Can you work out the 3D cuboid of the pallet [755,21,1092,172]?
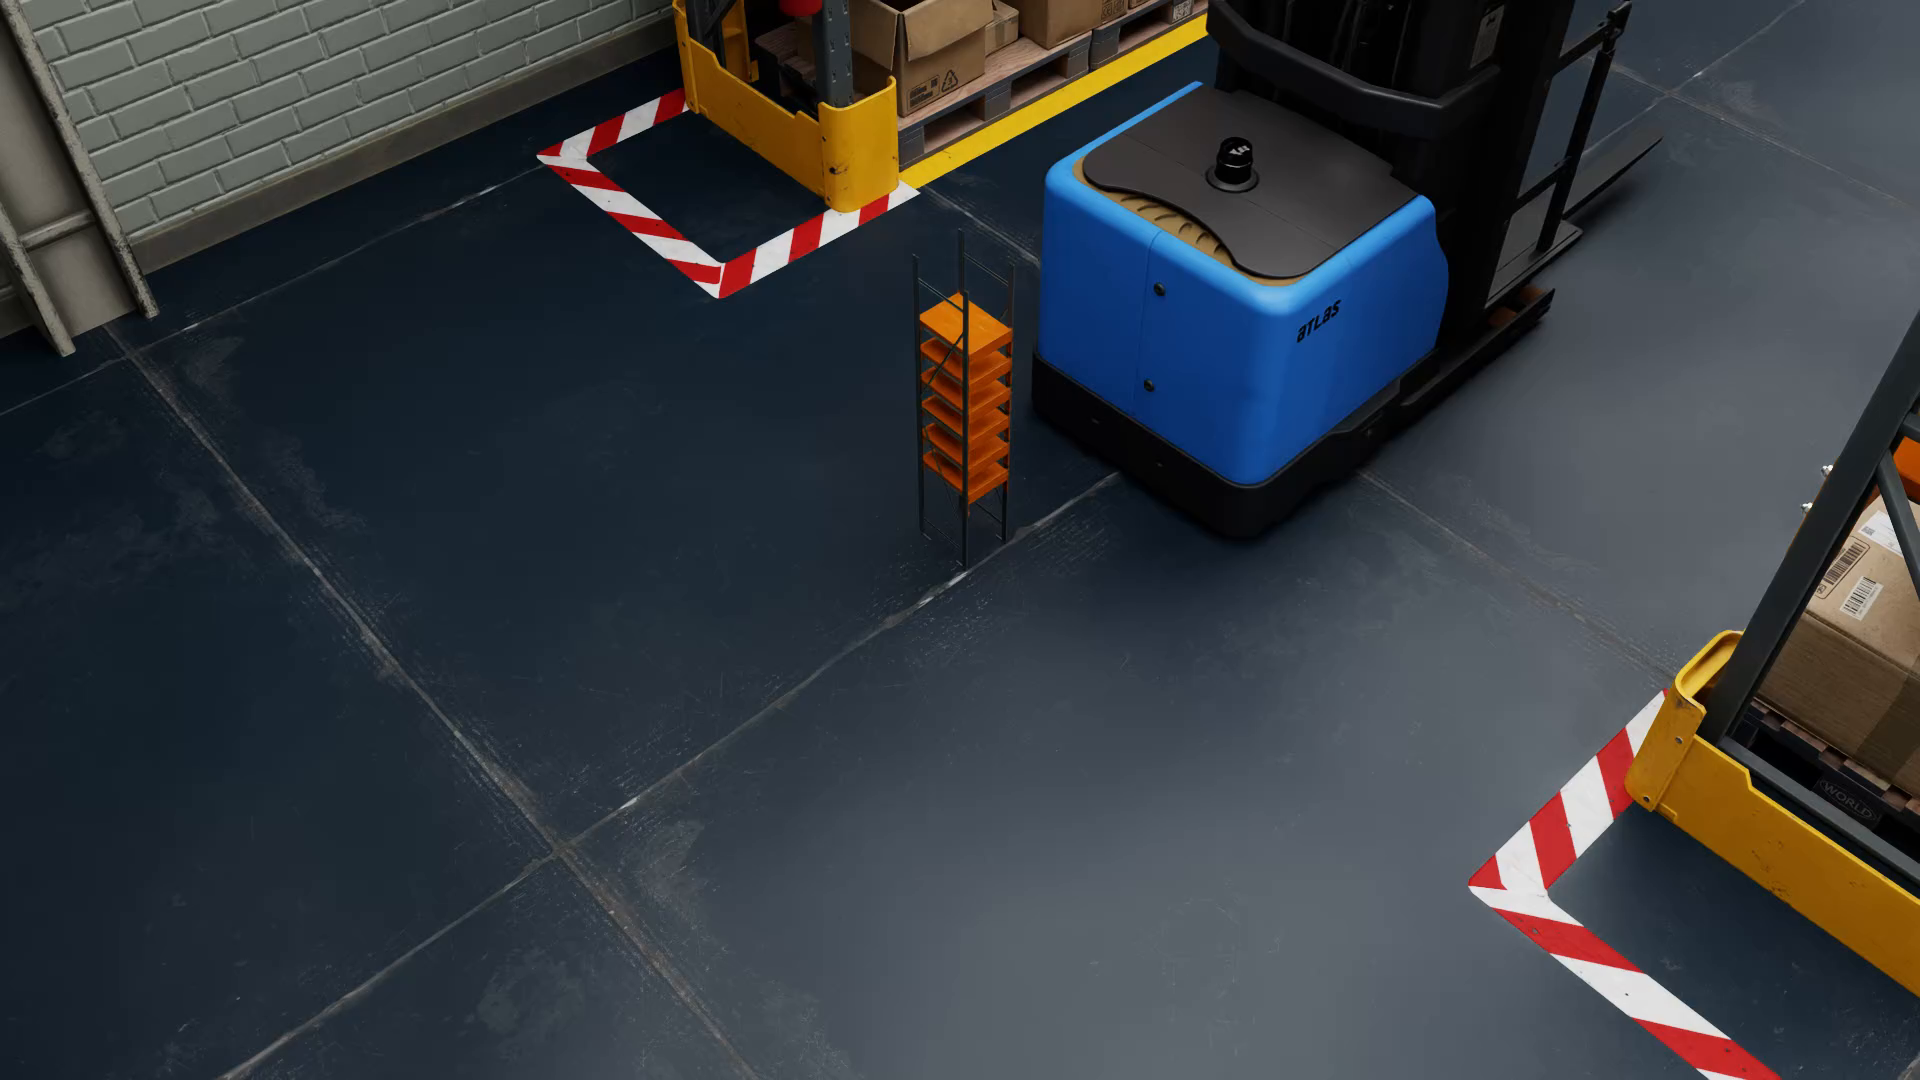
[{"bbox_3d":[-0.166,-2.230,7.664,1.213,0.211,1.003,-34,56,-27],"label":"pallet"}]

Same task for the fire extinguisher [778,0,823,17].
[{"bbox_3d":[-0.609,-2.267,6.107,0.183,0.674,0.296,-34,56,-27],"label":"fire extinguisher"}]

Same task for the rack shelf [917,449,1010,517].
[{"bbox_3d":[0.011,-0.221,5.525,0.180,0.103,0.258,-34,56,-27],"label":"rack shelf"}]

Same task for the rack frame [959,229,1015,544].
[{"bbox_3d":[0.078,-0.459,5.357,0.006,1.200,0.240,-34,56,-27],"label":"rack frame"}]

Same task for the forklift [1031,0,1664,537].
[{"bbox_3d":[1.668,-1.974,5.577,3.031,2.935,1.130,-36,57,-28],"label":"forklift"}]

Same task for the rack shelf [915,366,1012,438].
[{"bbox_3d":[0.011,-0.465,5.260,0.180,0.103,0.258,-34,56,-27],"label":"rack shelf"}]

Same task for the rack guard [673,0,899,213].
[{"bbox_3d":[-0.755,-1.934,7.194,0.348,0.500,1.175,-34,56,-27],"label":"rack guard"}]

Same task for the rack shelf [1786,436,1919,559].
[{"bbox_3d":[4.011,-0.791,4.929,4.000,0.370,1.077,-34,56,-27],"label":"rack shelf"}]

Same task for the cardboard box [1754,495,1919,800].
[{"bbox_3d":[2.952,0.299,4.891,0.875,0.438,0.875,-36,57,-28],"label":"cardboard box"}]

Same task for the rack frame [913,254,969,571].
[{"bbox_3d":[-0.057,-0.369,5.274,0.006,1.200,0.240,-34,56,-27],"label":"rack frame"}]

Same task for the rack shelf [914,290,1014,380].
[{"bbox_3d":[0.011,-0.628,5.084,0.180,0.103,0.258,-34,56,-27],"label":"rack shelf"}]

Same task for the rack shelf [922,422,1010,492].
[{"bbox_3d":[0.011,-0.303,5.436,0.180,0.103,0.258,-34,56,-27],"label":"rack shelf"}]

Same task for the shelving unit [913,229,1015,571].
[{"bbox_3d":[0.011,-0.414,5.316,0.189,1.200,0.258,-34,56,-27],"label":"shelving unit"}]

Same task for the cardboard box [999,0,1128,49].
[{"bbox_3d":[0.364,-2.691,7.607,0.500,0.500,0.700,-32,55,-26],"label":"cardboard box"}]

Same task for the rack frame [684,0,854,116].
[{"bbox_3d":[-0.811,-2.744,6.241,0.127,3.000,1.000,-34,56,-27],"label":"rack frame"}]

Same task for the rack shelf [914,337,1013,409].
[{"bbox_3d":[0.011,-0.547,5.172,0.180,0.103,0.258,-34,56,-27],"label":"rack shelf"}]

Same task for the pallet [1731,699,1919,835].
[{"bbox_3d":[3.070,0.461,5.181,1.213,0.211,1.003,-34,56,-27],"label":"pallet"}]

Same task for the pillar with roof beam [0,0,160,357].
[{"bbox_3d":[-0.516,-1.594,1.098,0.400,9.000,9.100,-34,56,-27],"label":"pillar with roof beam"}]

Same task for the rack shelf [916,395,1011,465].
[{"bbox_3d":[0.011,-0.384,5.348,0.180,0.103,0.258,-34,56,-27],"label":"rack shelf"}]

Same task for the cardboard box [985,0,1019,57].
[{"bbox_3d":[0.046,-2.359,7.540,0.250,0.149,0.380,-36,57,-28],"label":"cardboard box"}]

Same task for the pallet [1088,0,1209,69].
[{"bbox_3d":[0.737,-2.830,8.218,1.213,0.211,1.003,-34,56,-27],"label":"pallet"}]

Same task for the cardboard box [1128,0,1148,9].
[{"bbox_3d":[0.822,-2.898,7.798,0.500,0.500,0.500,-33,55,-27],"label":"cardboard box"}]

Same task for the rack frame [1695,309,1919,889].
[{"bbox_3d":[2.531,-0.046,3.752,0.127,3.000,1.000,-34,56,-27],"label":"rack frame"}]

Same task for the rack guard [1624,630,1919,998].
[{"bbox_3d":[2.513,0.813,4.660,0.348,0.500,1.175,-34,56,-27],"label":"rack guard"}]

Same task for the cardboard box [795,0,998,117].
[{"bbox_3d":[-0.295,-2.290,7.235,0.637,0.503,0.797,-36,57,-28],"label":"cardboard box"}]

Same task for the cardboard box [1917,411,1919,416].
[{"bbox_3d":[2.710,-0.463,4.068,0.500,0.500,0.500,-33,56,-27],"label":"cardboard box"}]
